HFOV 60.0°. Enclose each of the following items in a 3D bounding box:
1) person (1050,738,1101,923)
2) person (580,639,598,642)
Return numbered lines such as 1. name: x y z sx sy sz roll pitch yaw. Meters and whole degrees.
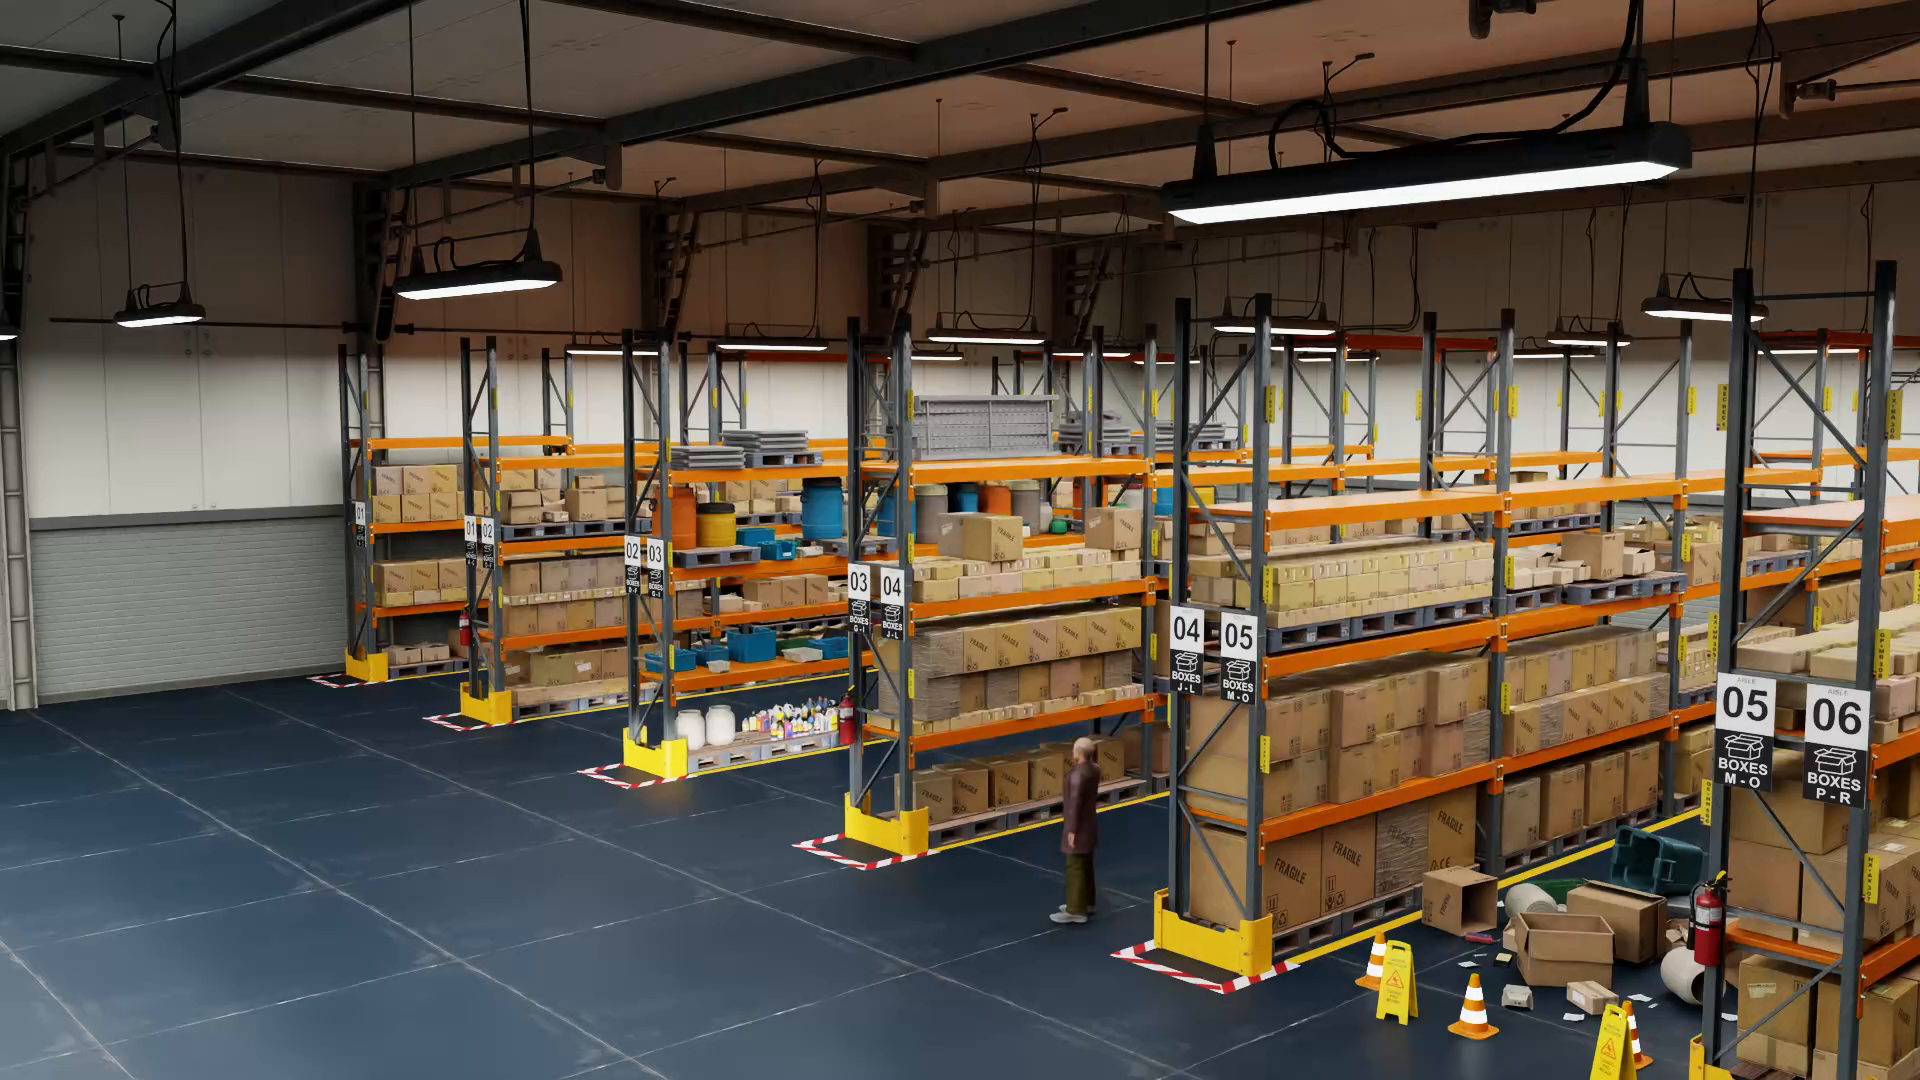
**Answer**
1. person: 1.136 2.814 16.290 0.394 1.787 0.621 2 5 21
2. person: -6.901 1.569 30.726 0.428 1.696 0.509 -1 5 -8
